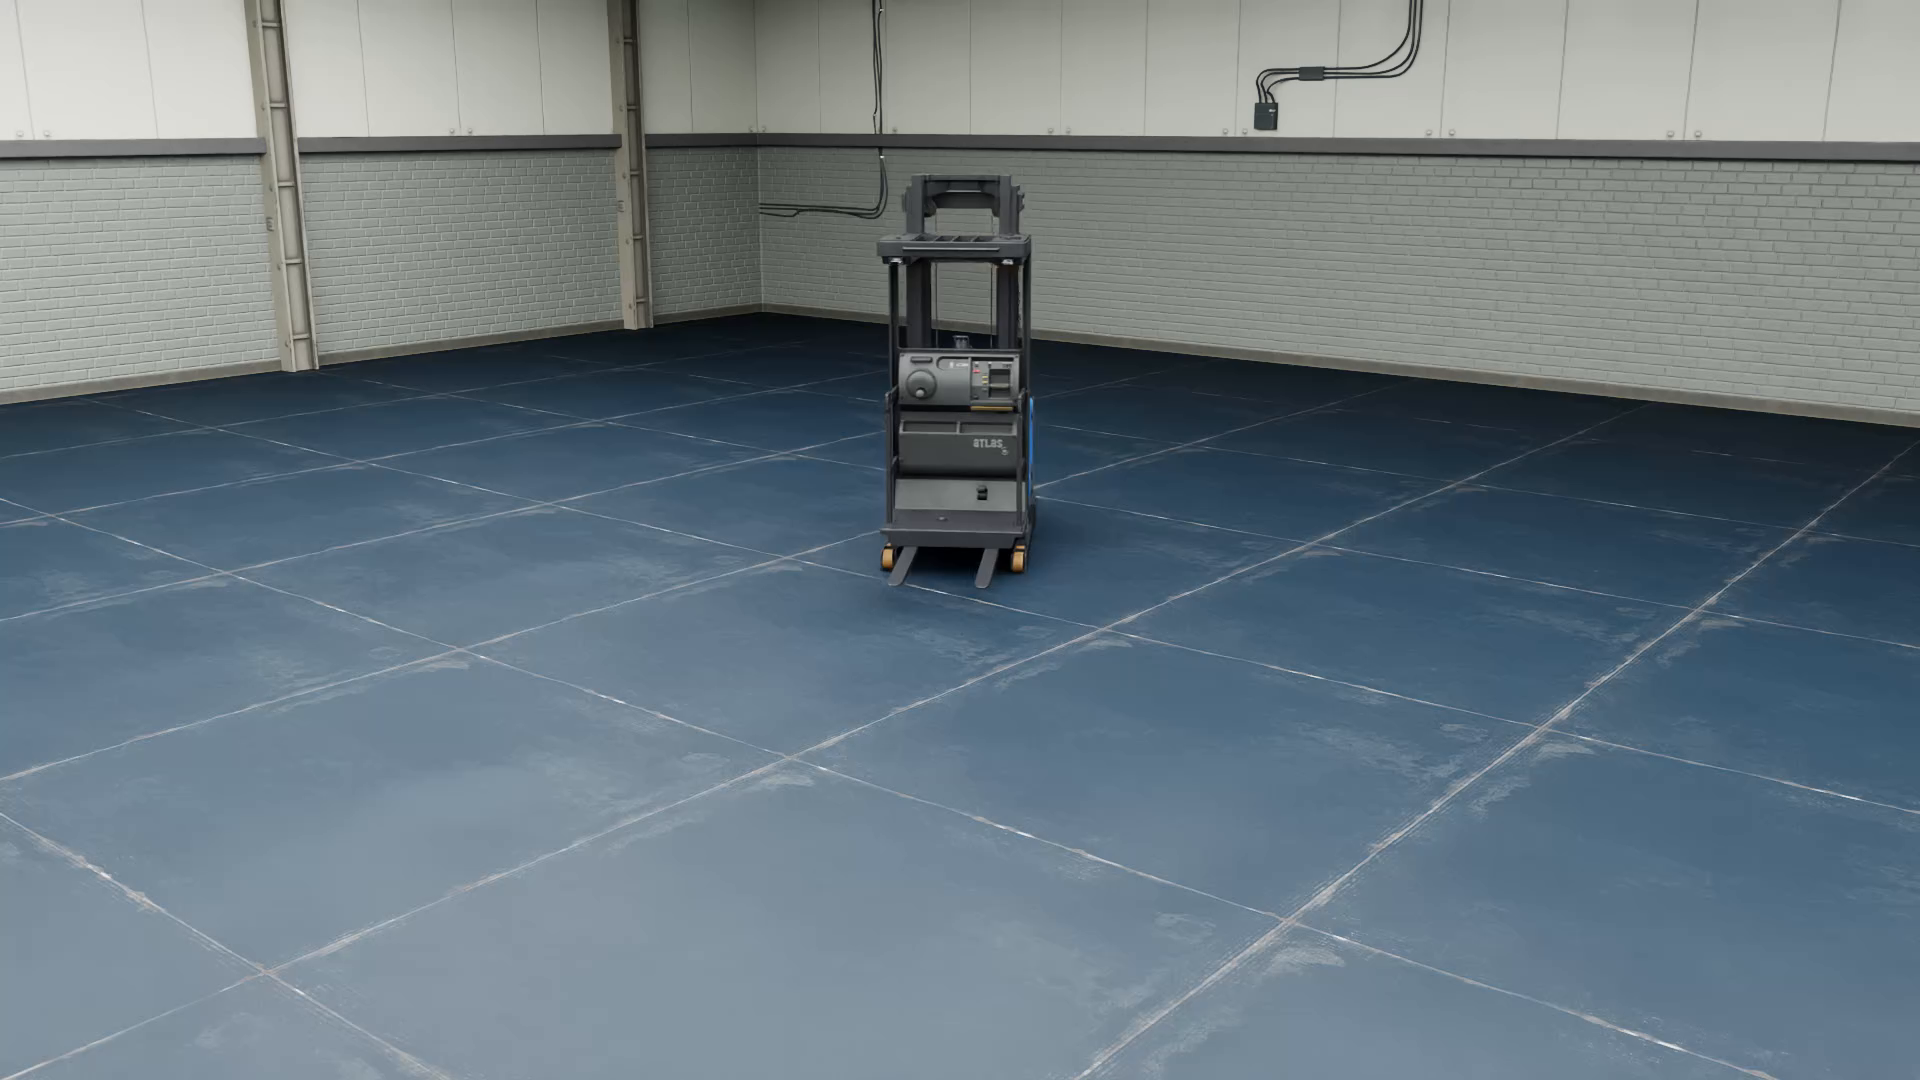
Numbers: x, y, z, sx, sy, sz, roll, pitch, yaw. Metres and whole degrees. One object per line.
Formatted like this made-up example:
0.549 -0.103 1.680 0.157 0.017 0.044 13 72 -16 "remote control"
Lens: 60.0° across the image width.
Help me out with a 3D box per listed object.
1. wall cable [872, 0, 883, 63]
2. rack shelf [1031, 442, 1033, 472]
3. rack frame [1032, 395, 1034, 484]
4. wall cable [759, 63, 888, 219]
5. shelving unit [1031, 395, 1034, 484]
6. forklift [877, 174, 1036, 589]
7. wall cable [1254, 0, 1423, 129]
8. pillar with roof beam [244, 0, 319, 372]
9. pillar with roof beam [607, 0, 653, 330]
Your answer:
-0.311 -8.737 25.790 3.097 2.526 0.112 11 18 38 "wall cable"
0.488 -0.734 14.423 0.240 0.259 0.215 -3 15 -11 "rack shelf"
0.607 -0.750 14.445 0.008 1.050 0.200 -3 15 -11 "rack frame"
-2.415 -6.708 28.060 3.097 2.526 0.112 11 18 38 "wall cable"
0.488 -0.744 14.421 0.252 1.050 0.215 -3 15 -11 "shelving unit"
-0.024 -1.256 12.613 1.130 2.935 3.031 1 14 5 "forklift"
4.959 -8.389 21.464 2.305 6.003 0.169 11 18 38 "wall cable"
-5.717 -6.039 19.117 9.100 9.000 0.400 11 18 38 "pillar with roof beam"
-1.946 -7.188 23.640 9.100 9.000 0.400 11 18 38 "pillar with roof beam"
